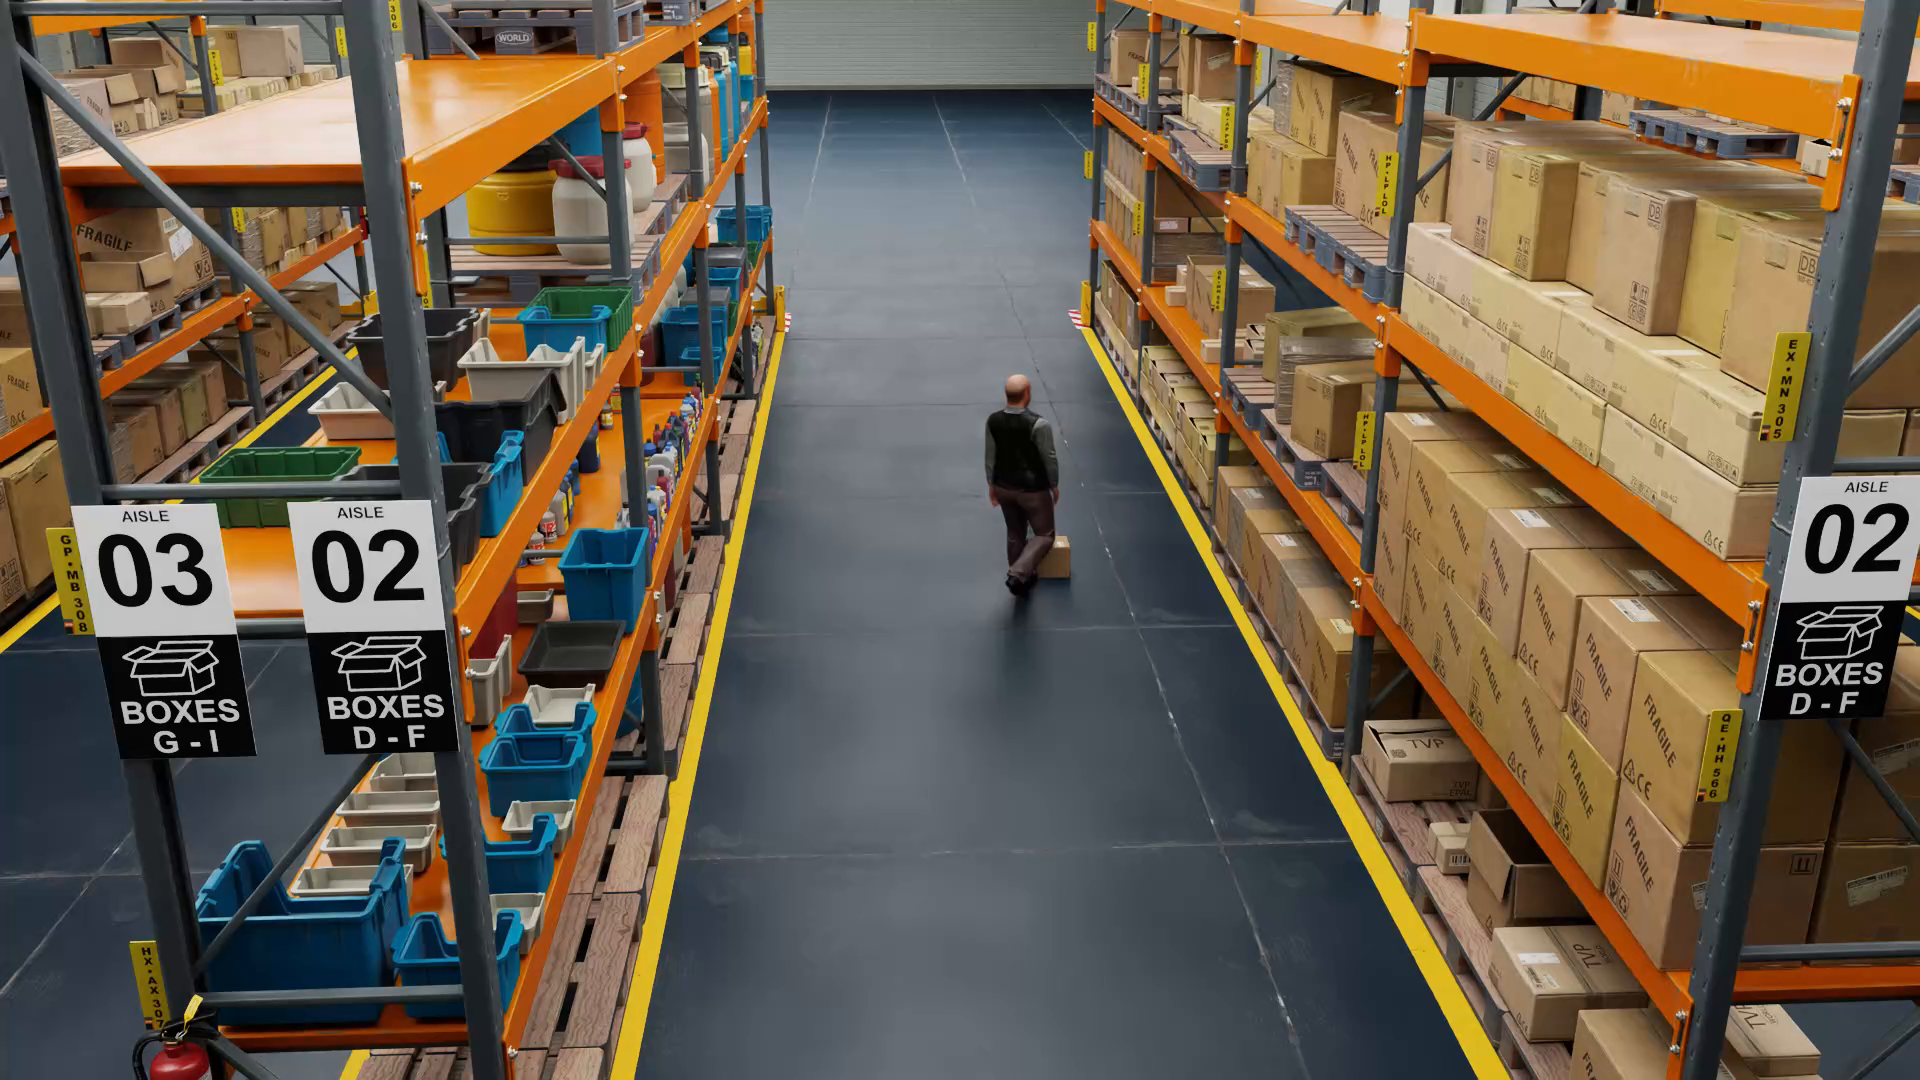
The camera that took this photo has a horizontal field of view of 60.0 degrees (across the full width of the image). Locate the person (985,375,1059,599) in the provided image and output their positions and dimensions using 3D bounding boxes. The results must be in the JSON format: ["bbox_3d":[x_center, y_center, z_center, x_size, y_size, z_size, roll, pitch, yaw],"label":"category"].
[{"bbox_3d":[0.458,-0.372,12.117,0.555,1.707,0.753,12,24,30],"label":"person"}]
